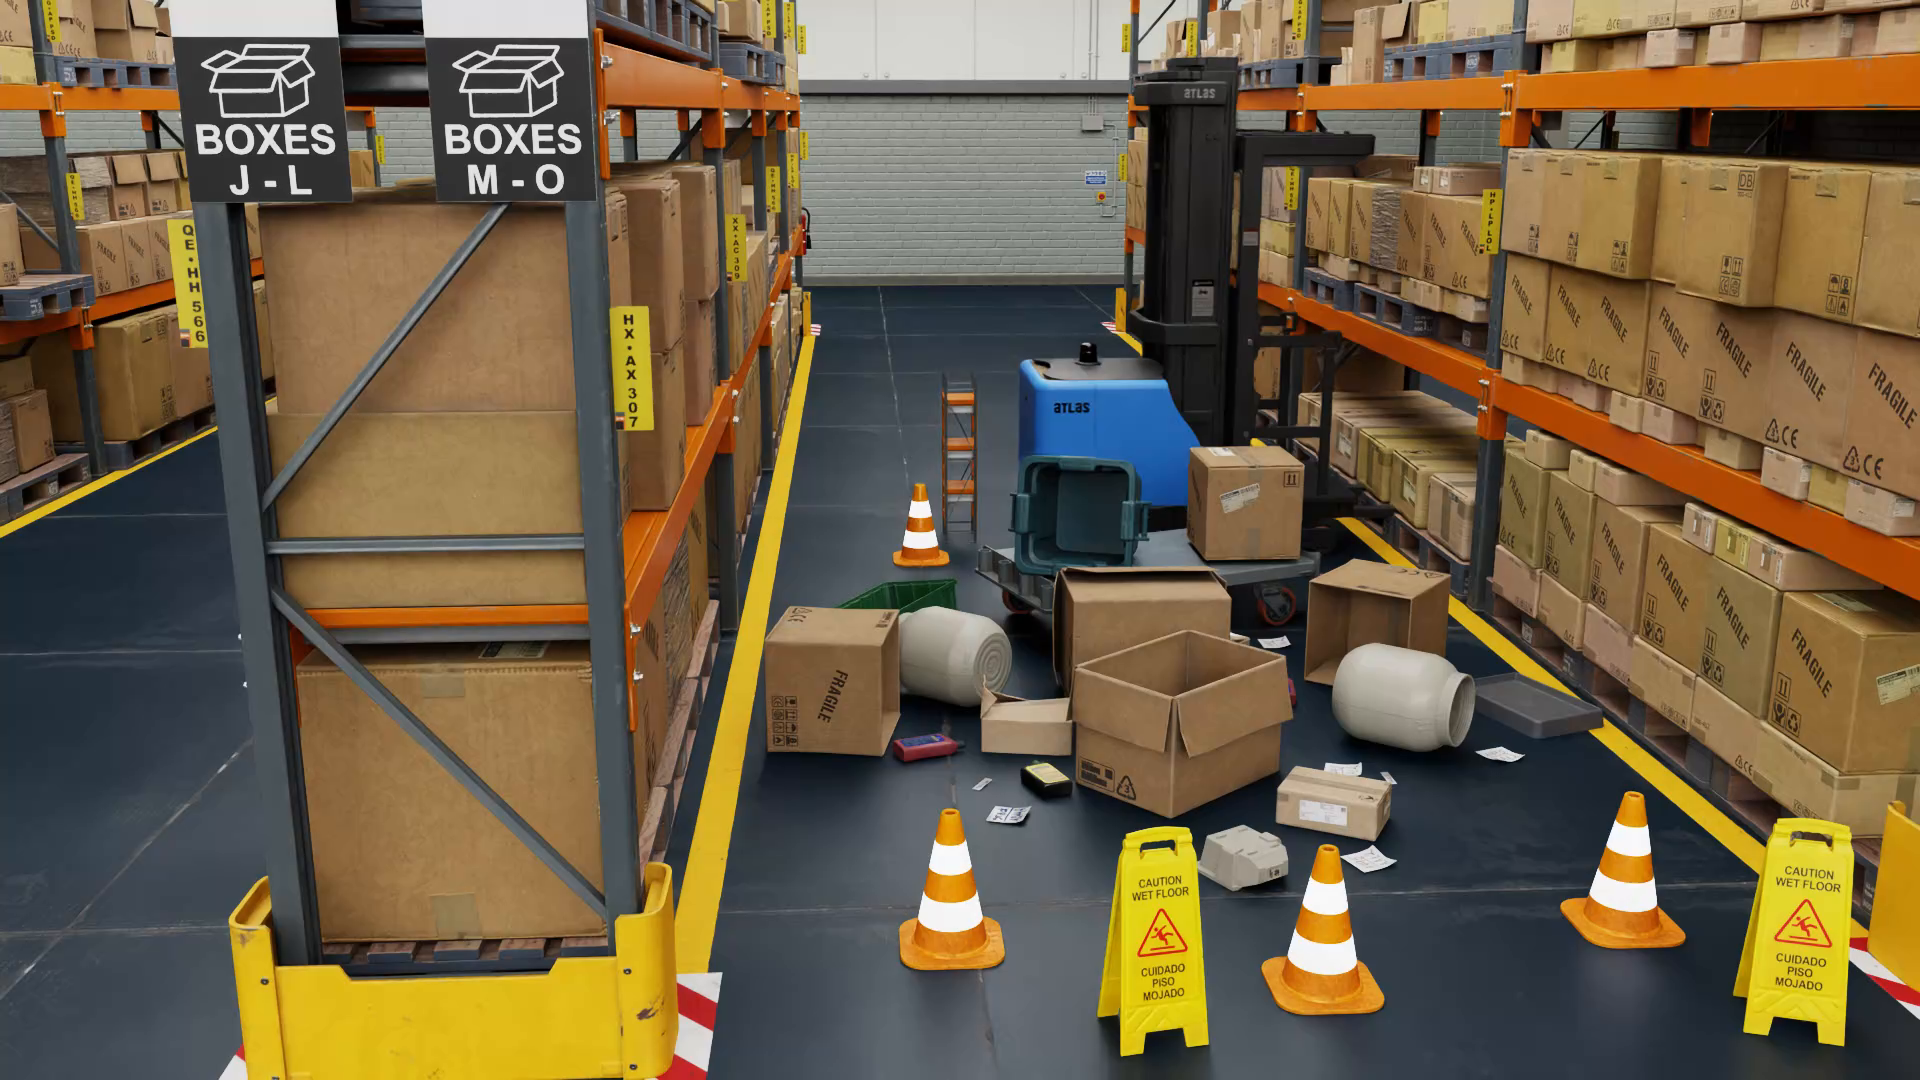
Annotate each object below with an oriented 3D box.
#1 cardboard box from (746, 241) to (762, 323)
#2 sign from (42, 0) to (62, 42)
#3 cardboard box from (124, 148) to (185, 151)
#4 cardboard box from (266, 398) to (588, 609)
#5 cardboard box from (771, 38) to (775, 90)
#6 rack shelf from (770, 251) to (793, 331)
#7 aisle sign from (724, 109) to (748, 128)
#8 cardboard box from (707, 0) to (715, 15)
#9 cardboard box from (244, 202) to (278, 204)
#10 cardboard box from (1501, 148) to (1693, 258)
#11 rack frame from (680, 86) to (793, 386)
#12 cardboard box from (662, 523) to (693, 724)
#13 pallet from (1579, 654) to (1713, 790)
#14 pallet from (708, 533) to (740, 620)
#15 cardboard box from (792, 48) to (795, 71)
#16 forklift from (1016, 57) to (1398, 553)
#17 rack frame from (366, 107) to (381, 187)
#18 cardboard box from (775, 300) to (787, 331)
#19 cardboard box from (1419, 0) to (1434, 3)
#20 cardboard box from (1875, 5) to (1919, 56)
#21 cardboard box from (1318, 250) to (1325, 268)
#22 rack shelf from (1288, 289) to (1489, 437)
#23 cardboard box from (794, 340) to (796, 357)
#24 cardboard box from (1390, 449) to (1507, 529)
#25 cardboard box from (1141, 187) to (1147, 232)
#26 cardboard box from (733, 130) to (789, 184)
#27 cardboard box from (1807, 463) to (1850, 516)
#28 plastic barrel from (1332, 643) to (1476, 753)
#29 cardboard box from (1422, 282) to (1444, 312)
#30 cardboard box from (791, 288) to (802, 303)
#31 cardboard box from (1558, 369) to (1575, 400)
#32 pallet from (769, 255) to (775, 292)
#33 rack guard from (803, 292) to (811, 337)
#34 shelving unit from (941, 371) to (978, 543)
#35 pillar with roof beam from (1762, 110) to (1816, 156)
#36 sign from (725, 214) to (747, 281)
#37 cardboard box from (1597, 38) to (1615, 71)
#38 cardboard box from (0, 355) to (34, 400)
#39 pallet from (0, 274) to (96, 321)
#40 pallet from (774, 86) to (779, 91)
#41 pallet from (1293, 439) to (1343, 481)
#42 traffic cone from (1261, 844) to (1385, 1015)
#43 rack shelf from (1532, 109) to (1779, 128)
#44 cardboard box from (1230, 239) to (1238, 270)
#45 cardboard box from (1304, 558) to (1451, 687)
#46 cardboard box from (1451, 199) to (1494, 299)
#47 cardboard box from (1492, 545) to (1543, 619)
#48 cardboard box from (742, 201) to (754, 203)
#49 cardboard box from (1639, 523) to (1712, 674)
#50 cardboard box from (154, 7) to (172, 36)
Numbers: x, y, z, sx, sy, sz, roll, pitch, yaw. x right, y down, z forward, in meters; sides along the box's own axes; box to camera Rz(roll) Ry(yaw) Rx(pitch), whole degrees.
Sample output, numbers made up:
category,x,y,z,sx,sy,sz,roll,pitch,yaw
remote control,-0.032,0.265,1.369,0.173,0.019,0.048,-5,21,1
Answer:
category,x,y,z,sx,sy,sz,roll,pitch,yaw
cardboard box,-1.552,-1.665,10.777,0.500,0.500,0.500,-1,14,-4
sign,-6.323,-3.632,11.566,0.100,0.325,0.005,-1,14,-3
cardboard box,-7.065,-3.292,15.086,0.797,0.503,0.637,-1,14,-5
cardboard box,-1.481,-0.147,4.778,0.875,0.550,0.550,-1,14,-3
cardboard box,-1.752,-3.868,13.321,0.500,0.500,0.500,-1,14,-3
rack shelf,-2.032,-2.122,14.197,1.077,0.370,4.000,-1,14,-3
aisle sign,-2.708,-5.235,19.635,0.394,0.787,0.004,-1,14,-3
cardboard box,-1.319,-2.475,7.567,0.380,0.149,0.250,-1,14,-4
cardboard box,-6.887,-3.474,16.207,0.500,0.500,0.500,-1,14,-3
cardboard box,3.085,-1.643,8.090,0.700,0.500,0.500,-1,14,-4
rack frame,-2.156,-2.968,16.040,1.000,3.000,0.127,-1,14,-3
cardboard box,-1.632,0.229,7.037,0.875,0.875,0.875,-1,14,-3
pallet,3.429,0.742,7.220,1.003,0.211,1.213,-1,14,-3
pallet,-1.783,0.182,9.396,1.003,0.211,1.213,-1,14,-3
cardboard box,-2.059,-5.219,18.070,0.500,0.250,0.500,-1,14,-3
forklift,1.912,-1.465,10.338,3.031,2.935,1.130,-1,14,-4
rack frame,-7.361,-3.911,19.707,1.000,3.000,0.127,-1,14,-3
cardboard box,-1.839,-2.014,15.004,0.500,0.250,0.500,0,14,-1
cardboard box,3.025,-3.301,9.770,0.500,0.250,0.500,-1,14,-3
cardboard box,3.190,-1.628,5.319,0.380,0.149,0.250,0,14,-2
cardboard box,2.861,-2.072,12.222,0.380,0.149,0.250,-2,15,-7
rack shelf,3.150,-1.228,10.725,1.077,0.370,4.000,-1,14,-3
cardboard box,-1.874,-1.952,16.972,0.380,0.149,0.250,0,14,-2
cardboard box,3.191,-0.319,10.179,0.950,0.372,0.625,0,14,0
cardboard box,2.346,-3.736,18.828,0.500,0.500,0.500,-1,14,-4
cardboard box,-1.941,-3.760,16.317,0.500,0.500,0.500,-1,14,-2
cardboard box,3.164,-0.178,5.703,0.380,0.149,0.250,-1,14,-4
plastic barrel,1.883,0.673,7.062,0.512,0.421,0.421,10,18,35
cardboard box,2.916,-1.414,9.665,0.380,0.149,0.250,-1,14,-4
cardboard box,-2.017,-2.820,19.150,0.380,0.149,0.250,-1,14,-5
cardboard box,3.087,-0.747,7.914,0.380,0.149,0.250,-1,14,-4
pallet,-2.059,-2.055,12.880,1.213,0.211,1.003,-1,14,-3
rack guard,-2.399,-2.733,20.145,1.175,0.500,0.348,-1,14,-3
shelving unit,-0.003,-0.522,10.447,0.215,1.050,0.252,-1,14,-3
pillar with roof beam,4.292,-6.173,16.458,9.100,9.000,0.400,-1,14,-3
sign,-1.107,-1.444,8.224,0.100,0.325,0.005,-1,14,-3
cardboard box,3.134,-2.203,7.554,0.380,0.149,0.250,-1,14,-3
cardboard box,-6.794,-1.121,11.491,0.500,0.250,0.500,0,14,-1
pallet,-6.715,-1.653,11.315,1.213,0.211,1.003,-1,14,-3
pallet,-2.157,-3.916,14.084,1.213,0.211,1.003,-1,14,-3
pallet,3.073,-0.529,12.161,1.003,0.211,1.213,-1,14,-3
traffic cone,1.121,1.159,5.095,0.336,0.463,0.334,-1,14,-3
rack shelf,7.608,-4.748,18.385,1.077,0.370,4.000,-1,14,-3
cardboard box,2.613,-2.502,14.532,0.500,0.250,0.500,-1,14,-4
cardboard box,1.982,0.417,7.896,0.500,0.500,0.500,10,18,35
cardboard box,3.016,-1.587,9.033,0.500,0.500,0.500,-1,14,-4
cardboard box,3.041,0.200,8.406,0.500,0.250,0.500,-2,15,-6
cardboard box,-1.763,-2.527,12.797,0.380,0.149,0.250,-1,14,-5
cardboard box,3.152,0.230,6.784,0.500,0.500,0.500,-1,14,-5
cardboard box,-7.067,-4.476,14.842,0.700,0.500,0.500,-1,14,-2
